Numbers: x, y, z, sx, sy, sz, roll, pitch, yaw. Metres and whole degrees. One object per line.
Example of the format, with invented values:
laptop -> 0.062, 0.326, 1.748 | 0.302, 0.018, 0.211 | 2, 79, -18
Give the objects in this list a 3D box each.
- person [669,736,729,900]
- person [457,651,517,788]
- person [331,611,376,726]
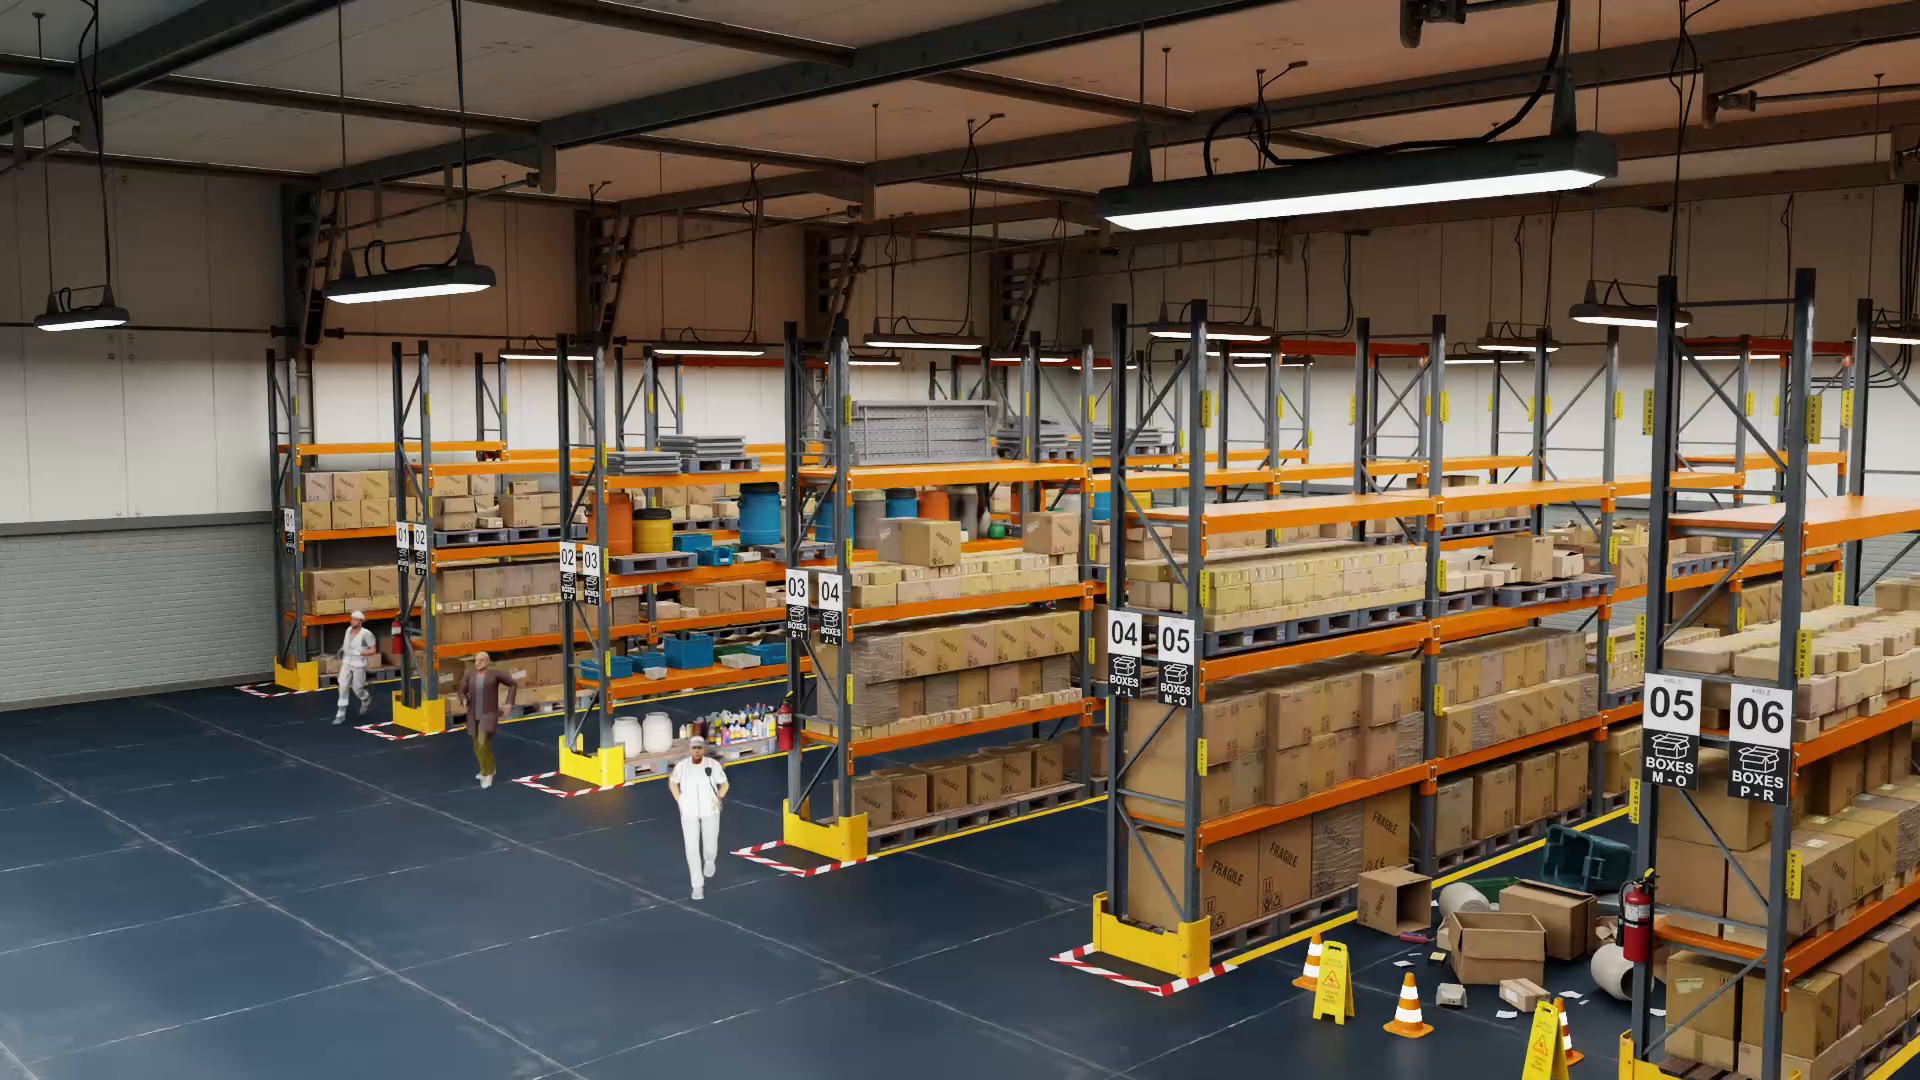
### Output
person -> -2.722, 2.844, 17.342 | 0.623, 1.648, 0.777 | -1, 5, -6
person -> -6.309, 2.389, 22.081 | 0.734, 1.838, 0.801 | 1, 5, 10
person -> -9.558, 2.011, 26.440 | 0.692, 1.786, 0.930 | 1, 5, 16
